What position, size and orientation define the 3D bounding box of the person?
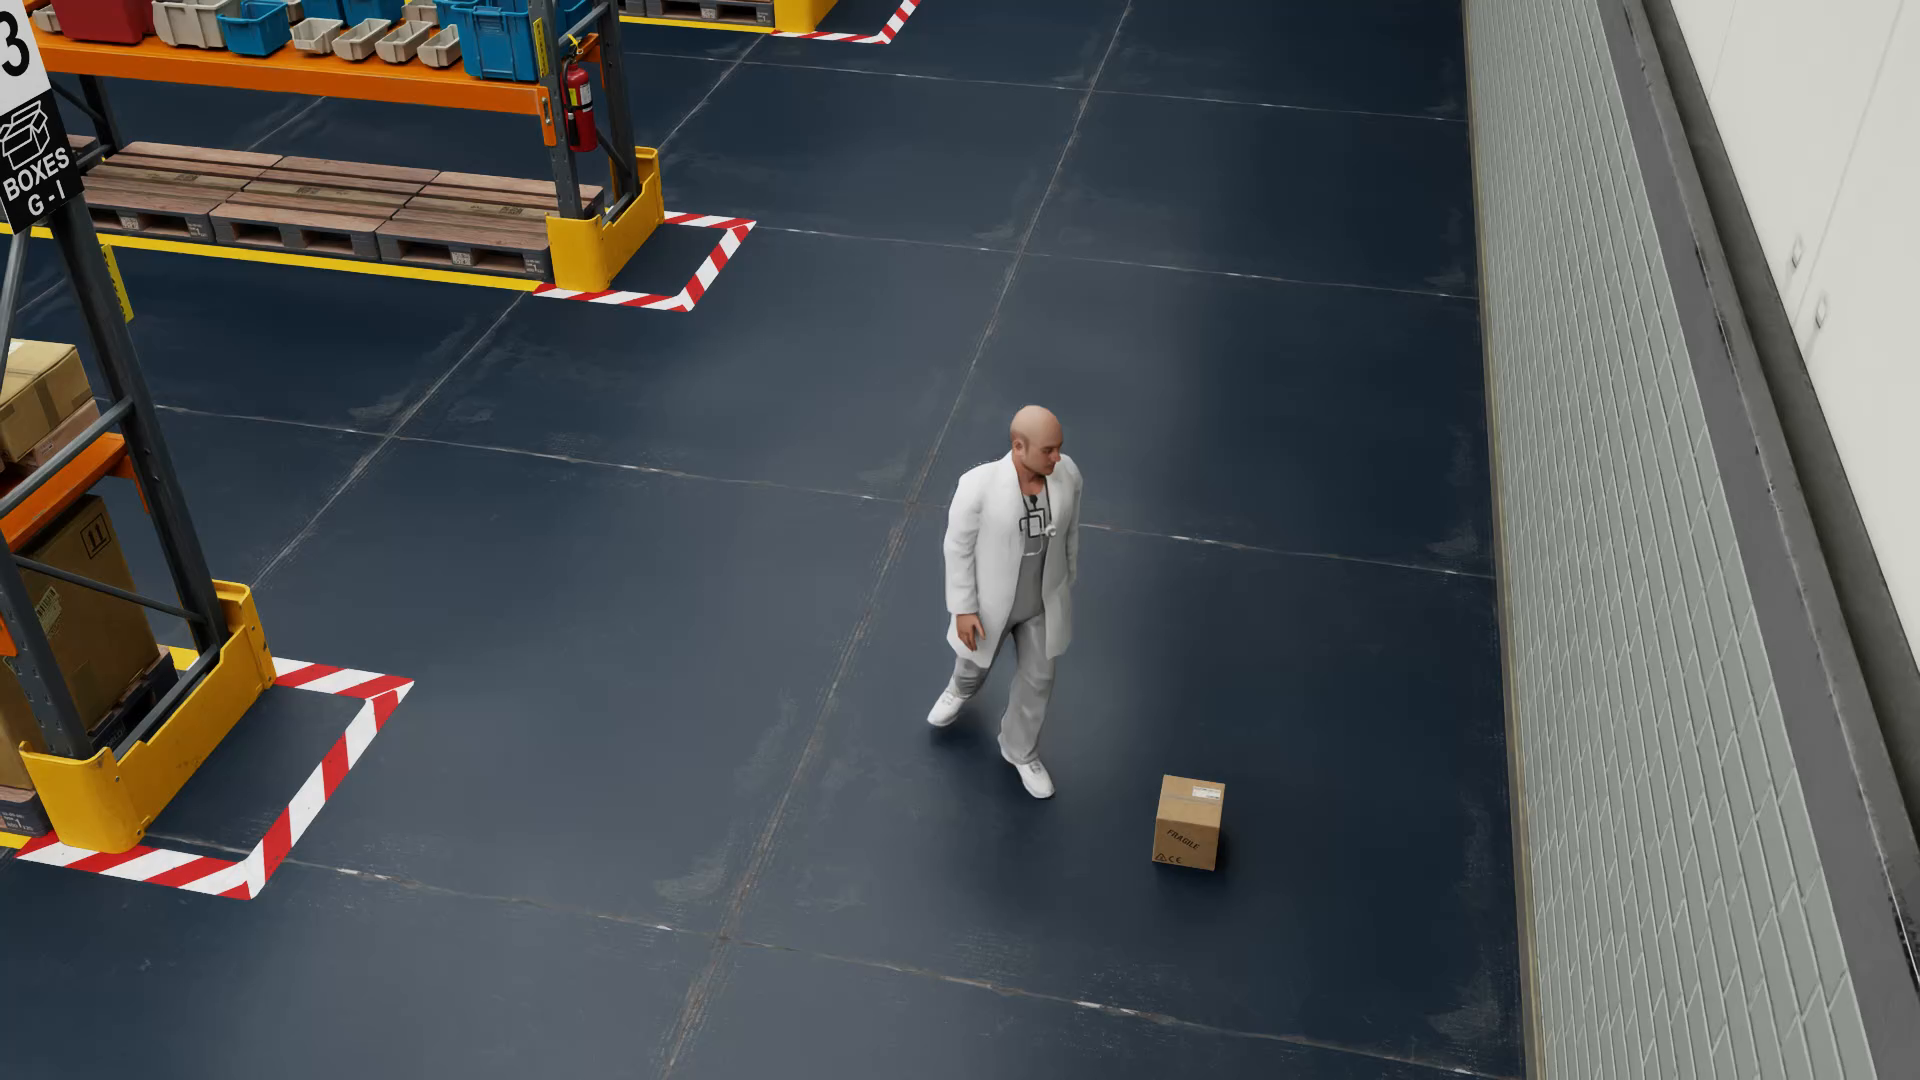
[{"bbox_3d":[0.189,0.184,6.721,0.585,1.778,0.747,-11,37,-14],"label":"person"}]
